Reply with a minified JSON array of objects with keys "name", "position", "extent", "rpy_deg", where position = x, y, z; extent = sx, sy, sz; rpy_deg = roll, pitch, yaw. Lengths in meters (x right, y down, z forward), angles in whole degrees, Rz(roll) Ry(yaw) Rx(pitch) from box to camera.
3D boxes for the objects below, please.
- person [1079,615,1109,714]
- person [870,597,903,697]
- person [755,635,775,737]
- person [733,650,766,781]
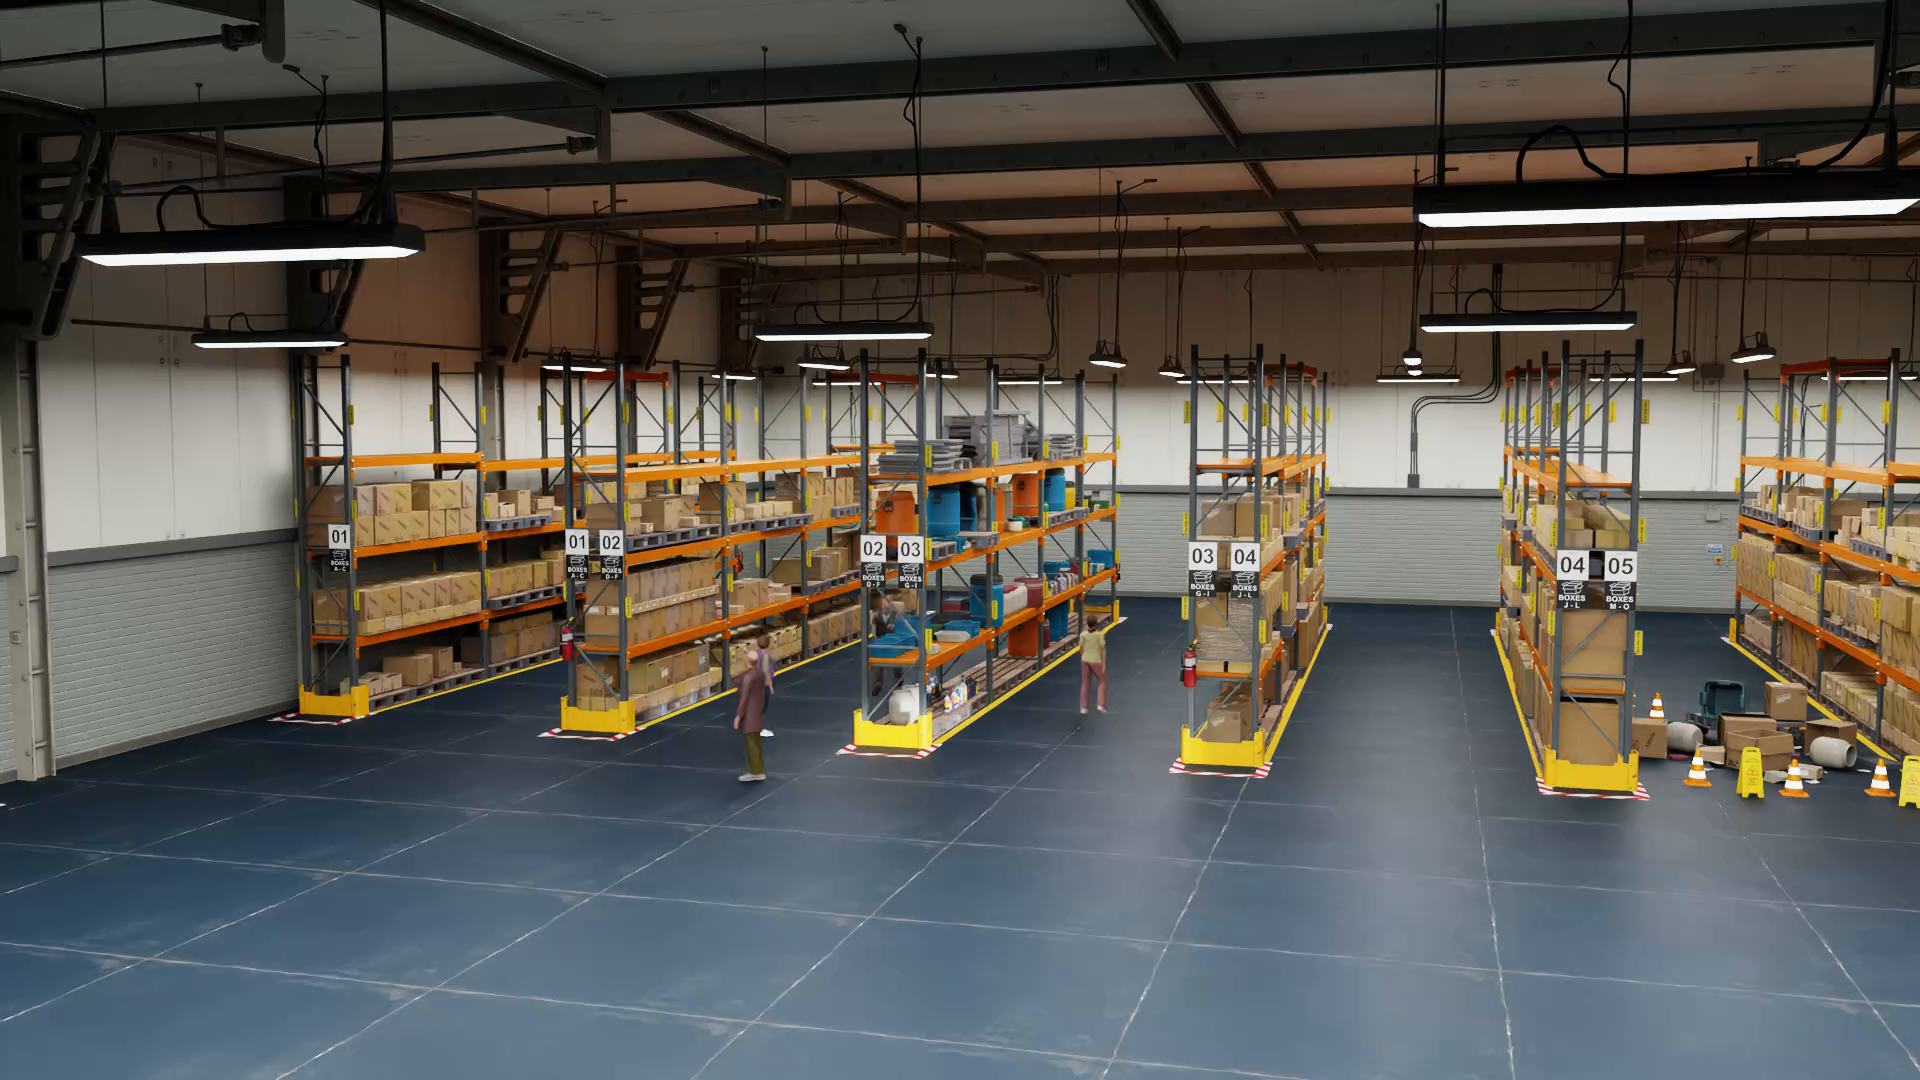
[{"name":"person","position":[2.229,2.097,27.800],"extent":[0.515,1.716,0.563],"rpy_deg":[4,6,41]},{"name":"person","position":[-1.317,1.892,29.863],"extent":[0.705,1.746,0.861],"rpy_deg":[2,5,21]},{"name":"person","position":[-3.056,2.265,25.916],"extent":[0.345,1.601,0.474],"rpy_deg":[-1,4,-13]},{"name":"person","position":[-2.854,2.410,22.783],"extent":[0.399,1.803,0.644],"rpy_deg":[1,4,12]}]
